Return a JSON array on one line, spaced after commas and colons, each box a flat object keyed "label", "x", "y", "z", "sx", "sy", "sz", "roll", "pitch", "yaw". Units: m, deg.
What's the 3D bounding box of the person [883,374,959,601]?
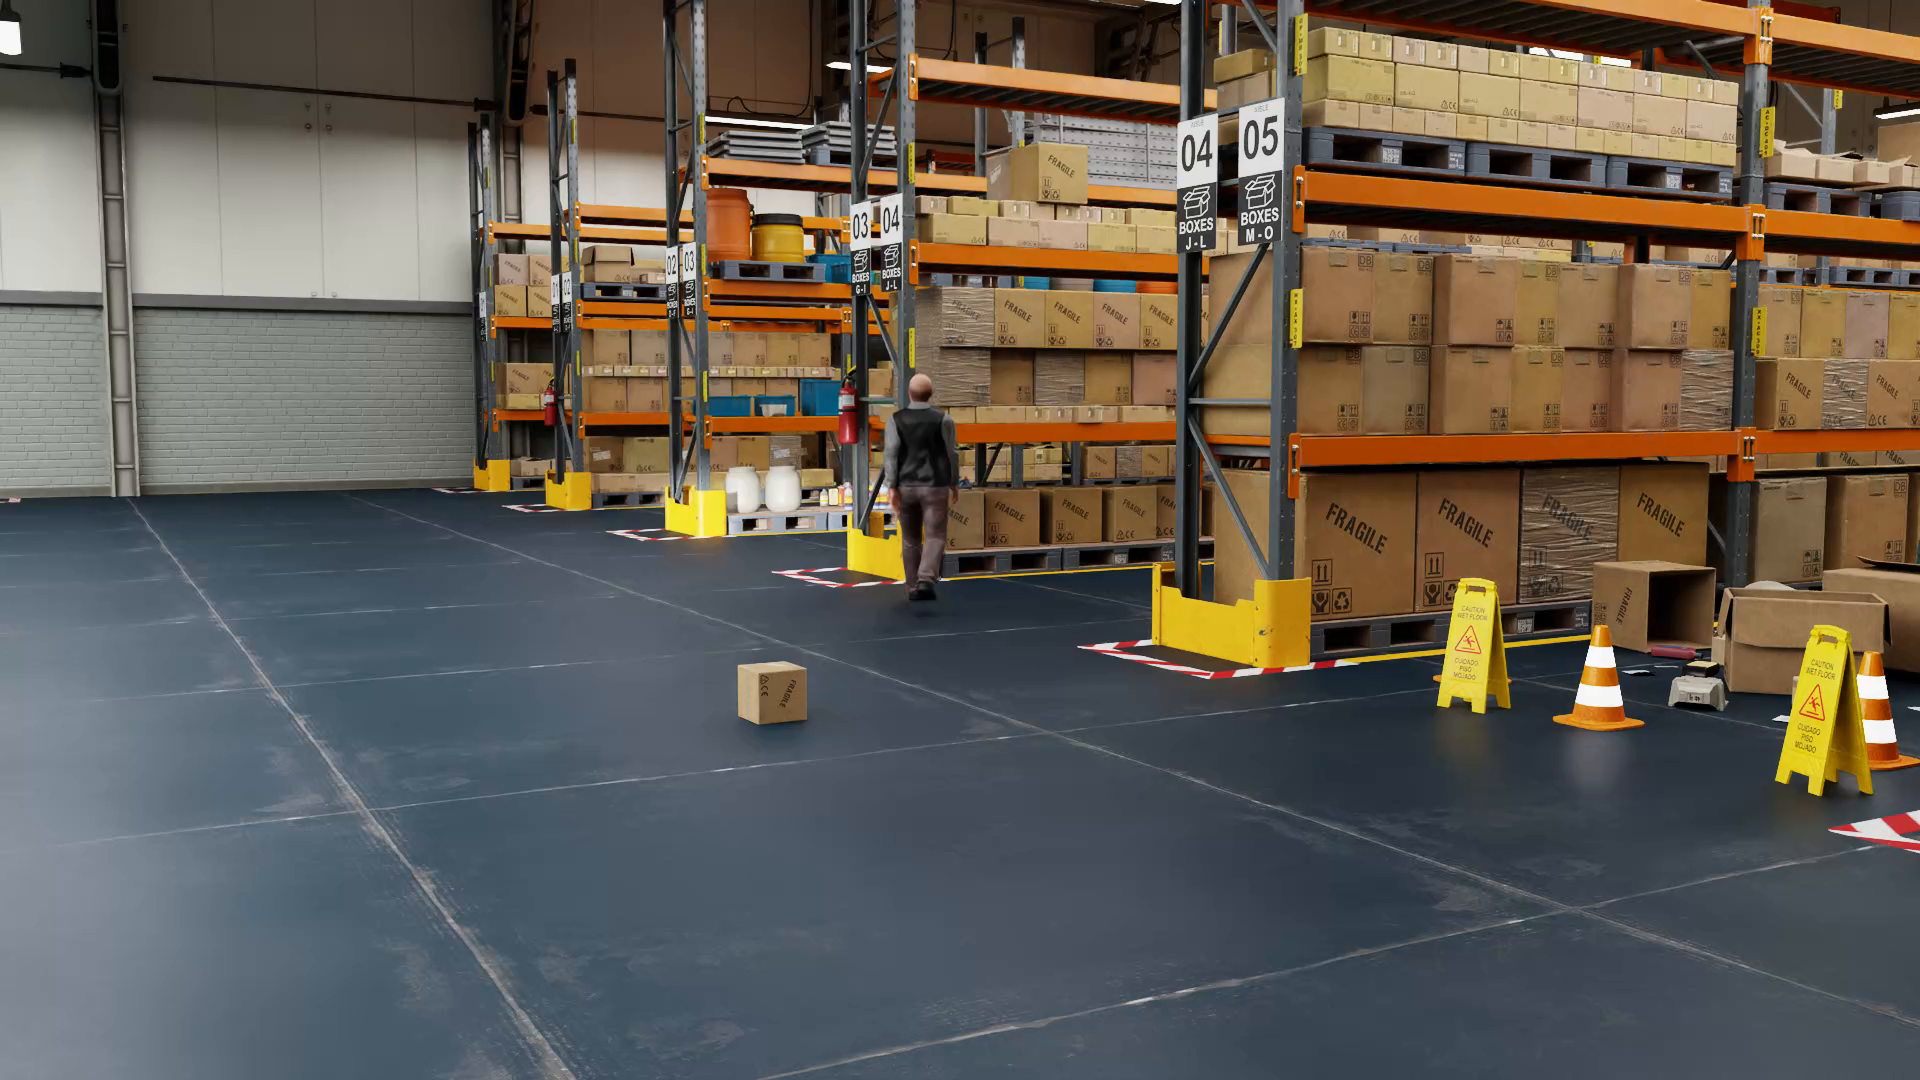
[{"label": "person", "x": -0.272, "y": -0.366, "z": 12.112, "sx": 0.536, "sy": 1.682, "sz": 0.971, "roll": 1, "pitch": 5, "yaw": 7}]
